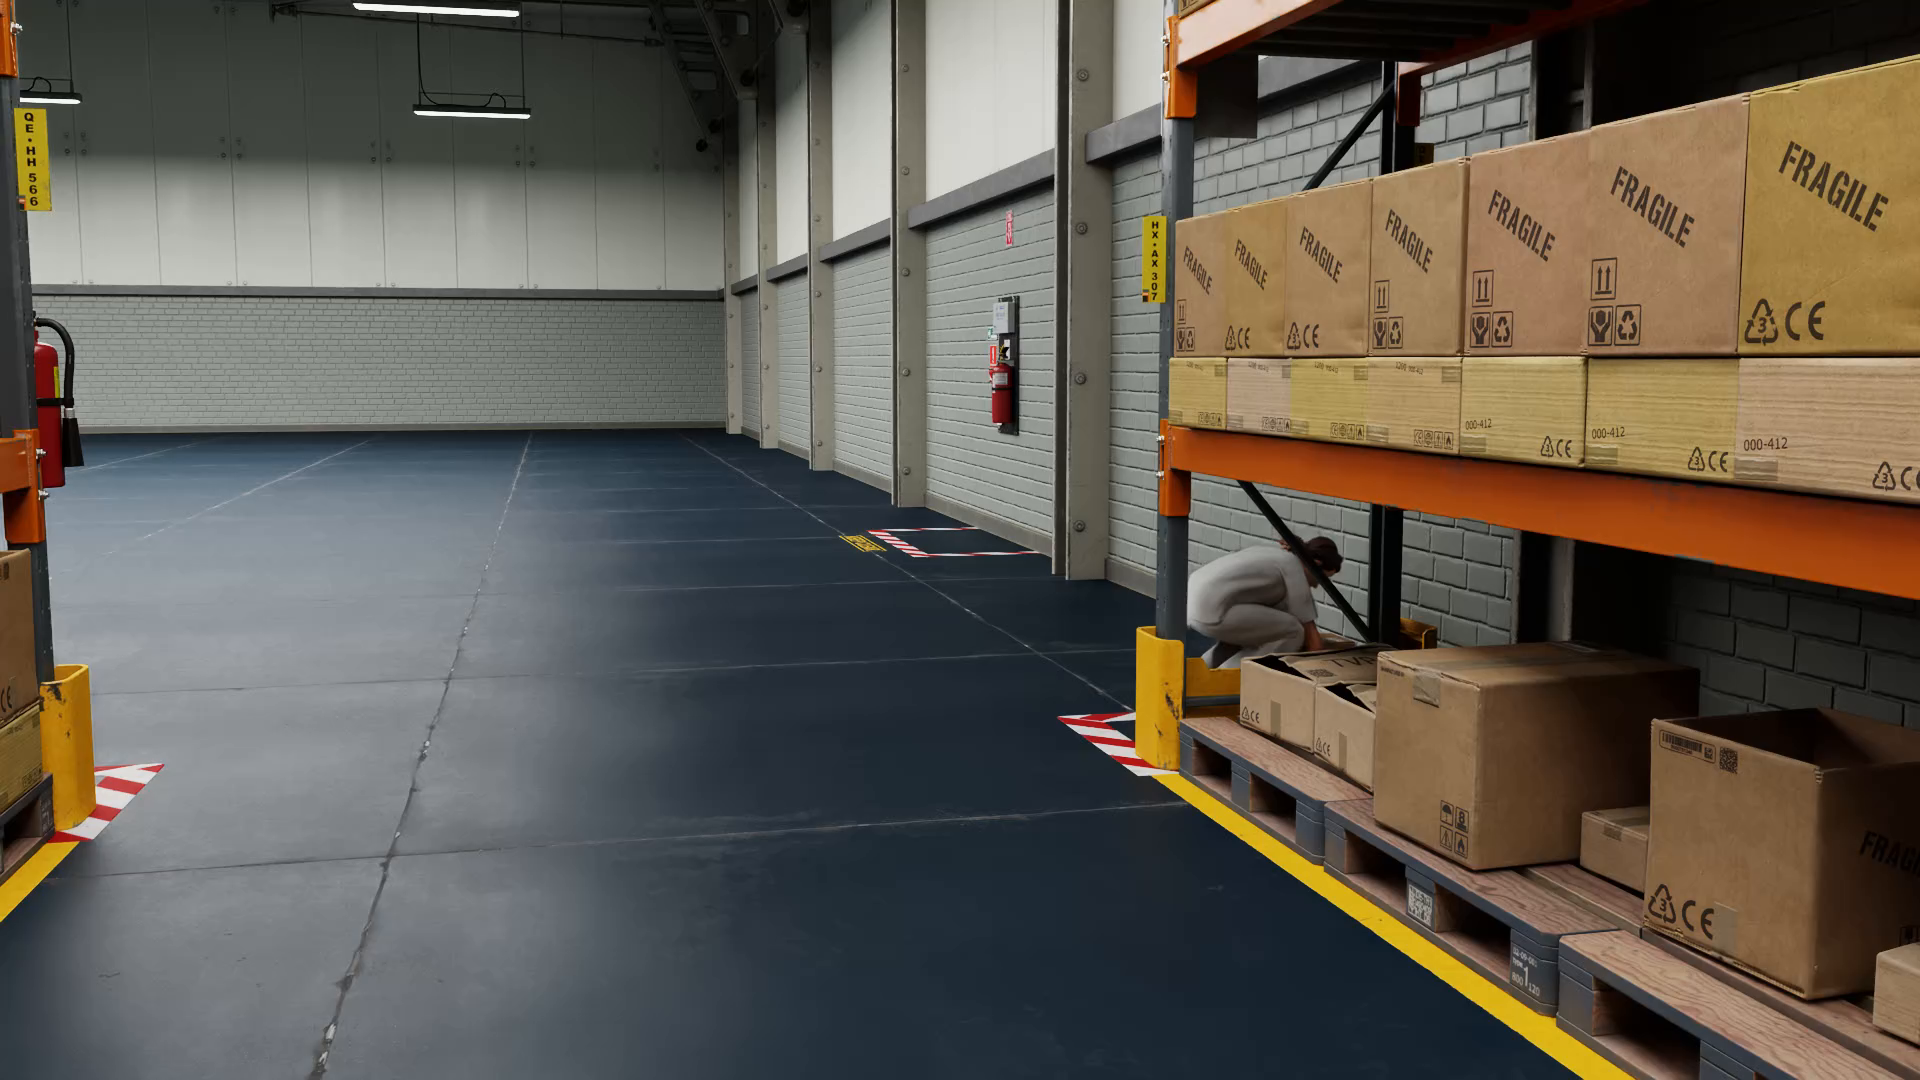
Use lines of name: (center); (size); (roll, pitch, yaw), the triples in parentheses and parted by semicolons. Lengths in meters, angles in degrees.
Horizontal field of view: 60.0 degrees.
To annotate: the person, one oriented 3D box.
person: (1.396, 0.376, 7.746); (0.841, 0.811, 0.468); (-2, 6, -15)
